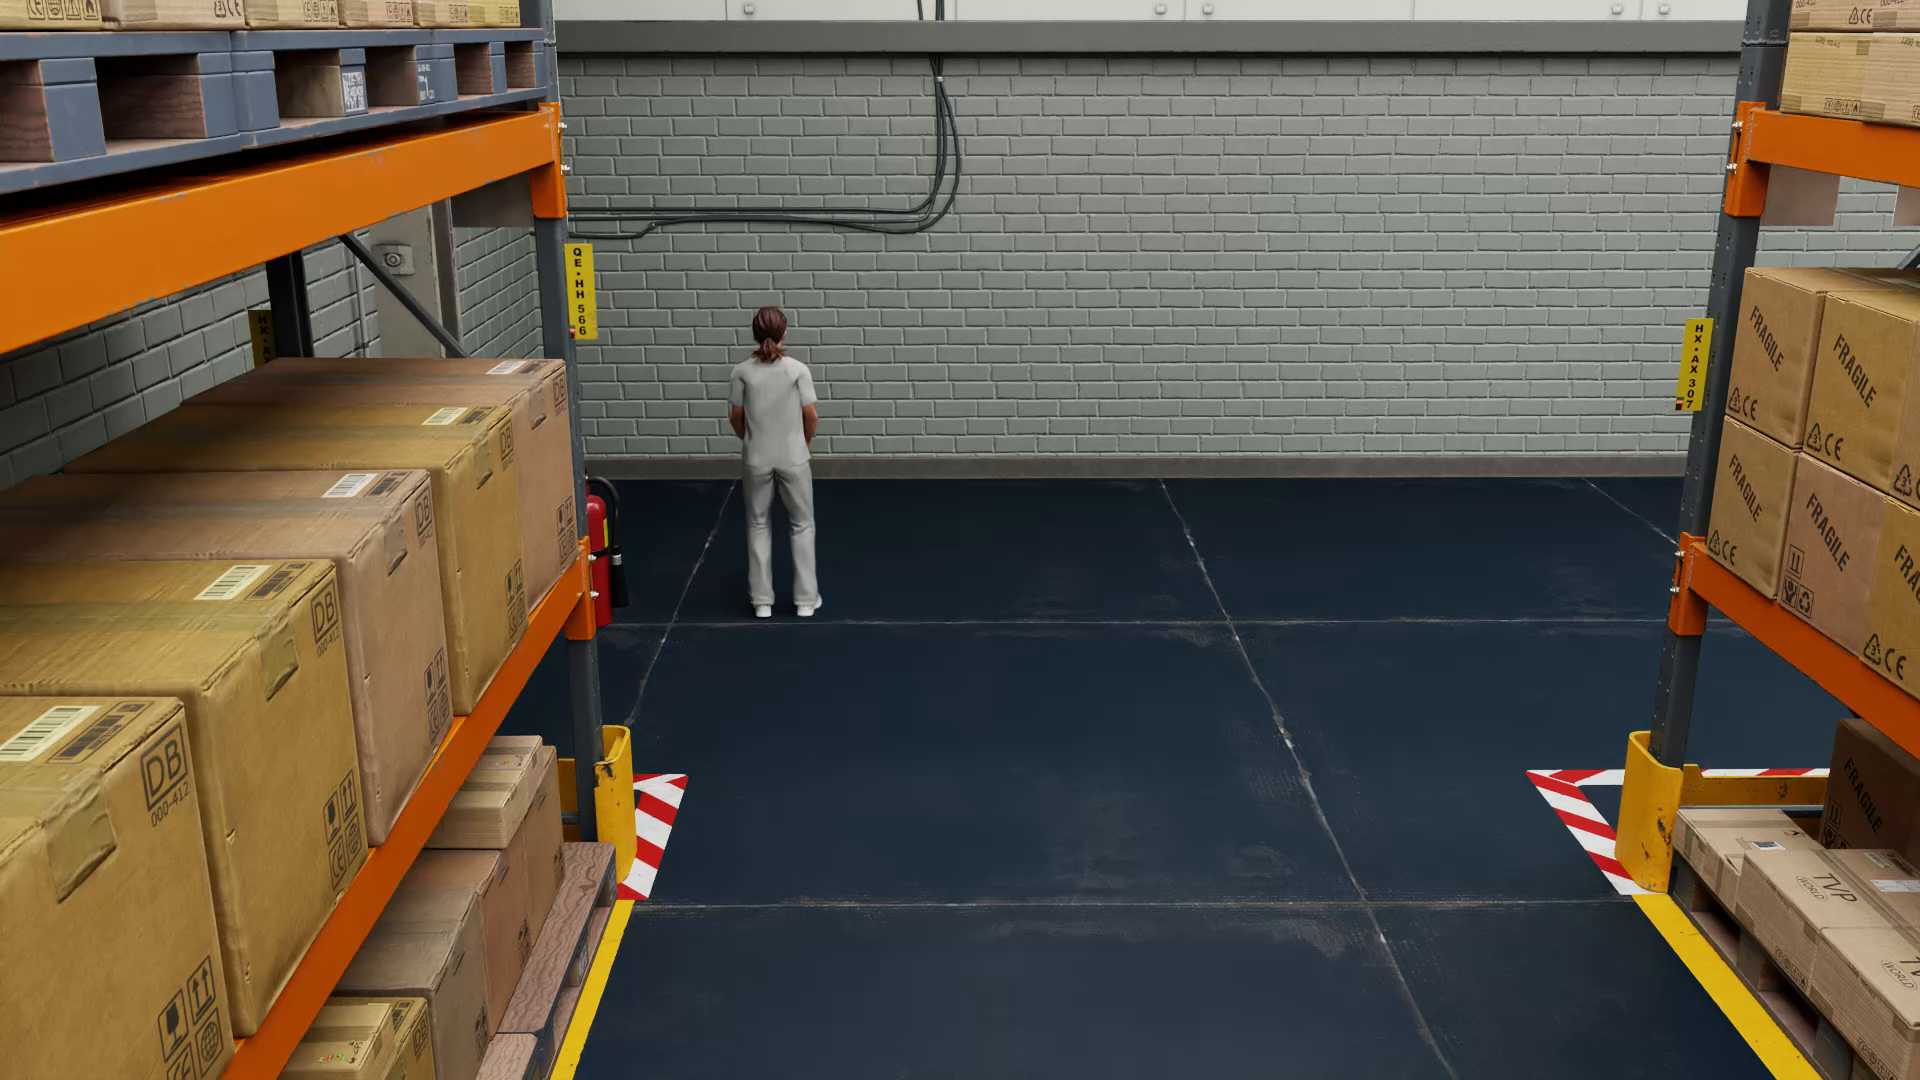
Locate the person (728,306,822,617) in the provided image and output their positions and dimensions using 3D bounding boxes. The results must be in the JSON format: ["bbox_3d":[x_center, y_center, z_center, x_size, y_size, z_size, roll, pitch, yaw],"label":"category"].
[{"bbox_3d":[-0.985,-0.418,8.894,0.466,1.675,0.413,-1,17,-2],"label":"person"}]
